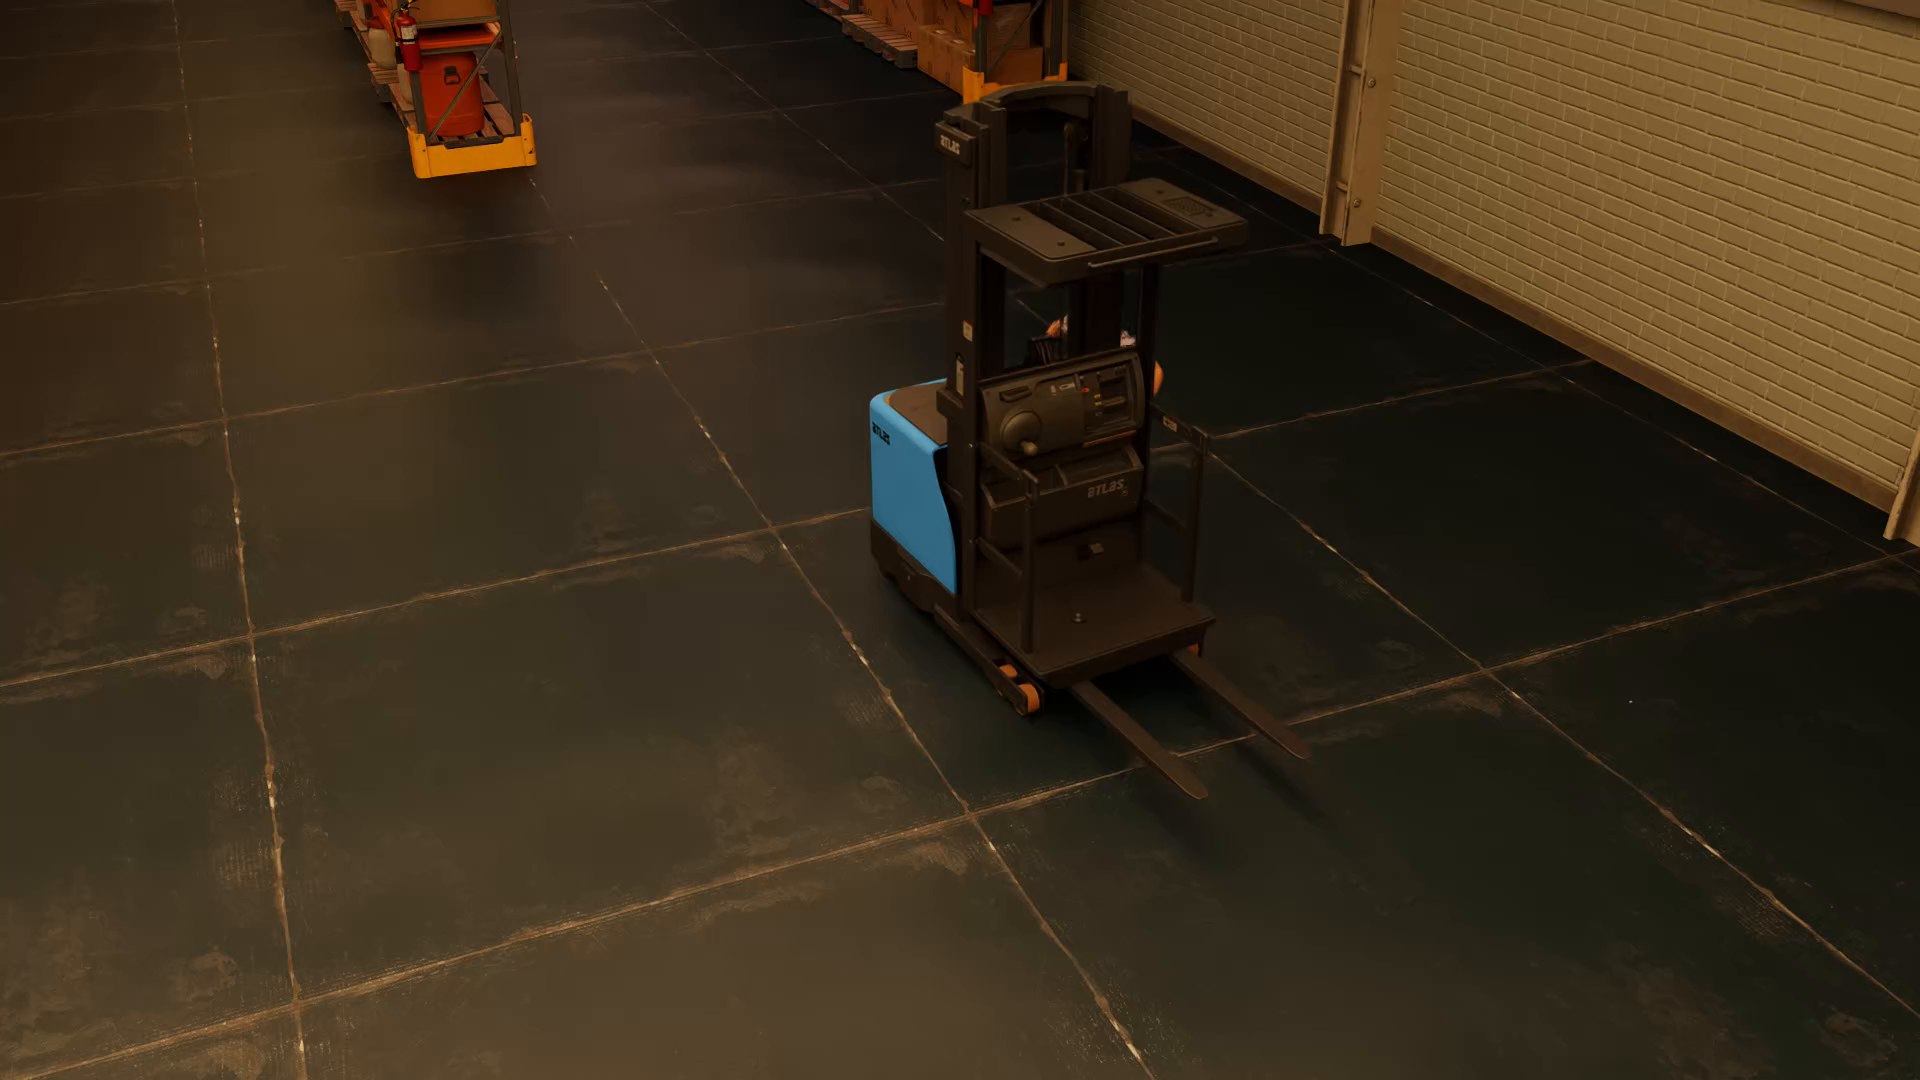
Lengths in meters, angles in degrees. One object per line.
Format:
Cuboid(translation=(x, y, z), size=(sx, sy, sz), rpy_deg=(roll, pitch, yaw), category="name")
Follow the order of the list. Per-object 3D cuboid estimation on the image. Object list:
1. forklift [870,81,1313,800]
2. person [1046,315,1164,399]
Cuboid(translation=(0.636, -0.635, 8.230), size=(1.130, 2.935, 3.031), rpy_deg=(-16, 33, -25), category="forklift")
Cuboid(translation=(0.654, -0.698, 9.687), size=(0.763, 1.543, 0.957), rpy_deg=(-19, 35, -30), category="person")
